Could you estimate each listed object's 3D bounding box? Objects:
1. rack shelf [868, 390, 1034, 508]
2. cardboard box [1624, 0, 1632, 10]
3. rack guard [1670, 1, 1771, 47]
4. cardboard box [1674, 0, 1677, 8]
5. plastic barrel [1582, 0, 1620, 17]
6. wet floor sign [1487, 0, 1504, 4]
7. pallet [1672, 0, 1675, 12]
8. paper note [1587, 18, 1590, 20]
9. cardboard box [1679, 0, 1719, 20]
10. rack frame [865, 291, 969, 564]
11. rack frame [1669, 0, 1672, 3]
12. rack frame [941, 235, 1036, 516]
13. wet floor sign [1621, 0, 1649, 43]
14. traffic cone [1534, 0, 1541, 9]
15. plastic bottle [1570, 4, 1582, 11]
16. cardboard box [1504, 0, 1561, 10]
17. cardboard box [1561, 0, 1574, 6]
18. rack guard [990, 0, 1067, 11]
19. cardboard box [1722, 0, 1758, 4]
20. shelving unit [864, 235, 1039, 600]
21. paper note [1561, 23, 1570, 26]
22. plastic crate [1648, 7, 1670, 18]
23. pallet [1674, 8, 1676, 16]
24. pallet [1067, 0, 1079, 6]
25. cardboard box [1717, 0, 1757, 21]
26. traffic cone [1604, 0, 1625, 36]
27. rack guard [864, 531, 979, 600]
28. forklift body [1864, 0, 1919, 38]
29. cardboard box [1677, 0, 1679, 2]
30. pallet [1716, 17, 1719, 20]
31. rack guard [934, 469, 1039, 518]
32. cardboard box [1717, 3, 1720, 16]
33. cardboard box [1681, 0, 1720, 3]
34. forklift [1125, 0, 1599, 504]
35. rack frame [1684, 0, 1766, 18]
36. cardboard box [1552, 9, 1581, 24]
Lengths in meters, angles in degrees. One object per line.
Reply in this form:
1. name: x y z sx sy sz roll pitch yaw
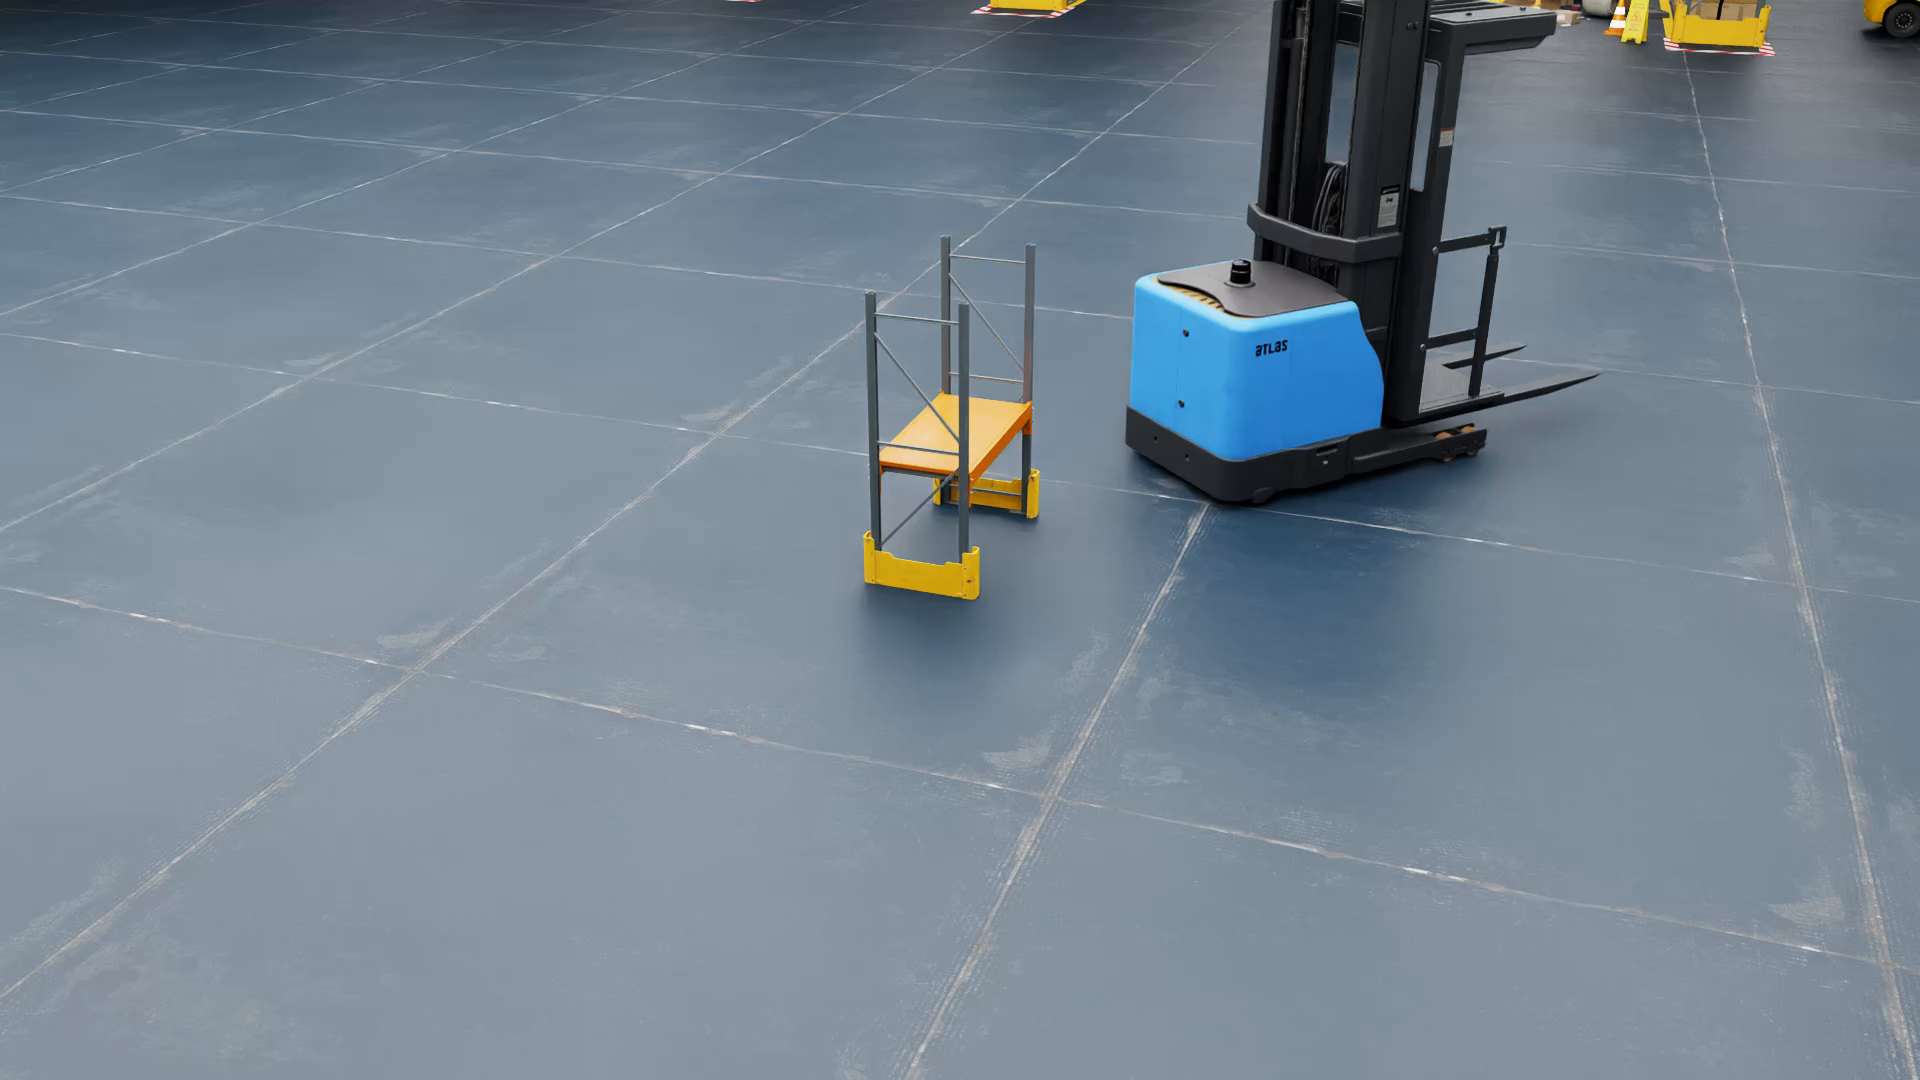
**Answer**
1. rack shelf: -0.028 -0.478 8.429 0.538 0.185 1.000 9 27 17
2. cardboard box: 10.074 -8.441 25.607 0.500 0.500 0.500 -14 29 -27
3. rack guard: 10.408 -7.070 22.779 1.175 0.500 0.348 9 27 17
4. cardboard box: 10.747 -7.914 24.327 0.500 0.250 0.500 8 27 16
5. plastic barrel: 9.643 -8.073 24.938 0.421 0.421 0.512 -14 29 -27
6. wet floor sign: 7.539 -7.482 23.462 0.267 0.644 0.232 4 26 8
7. pallet: 11.524 -8.272 25.592 1.003 0.211 1.213 9 27 17
8. paper note: 9.364 -7.761 24.768 0.032 0.001 0.123 9 27 17
9. cardboard box: 10.406 -7.497 23.465 0.500 0.250 0.500 9 27 17
10. rack frame: -0.198 -0.431 7.919 0.500 1.500 0.032 9 27 17
11. rack frame: 11.714 -9.808 25.565 1.000 3.000 0.127 9 27 17
12. rack frame: 0.141 -0.849 8.782 0.500 1.500 0.032 9 27 17
13. wet floor sign: 9.311 -7.182 22.842 0.267 0.644 0.232 20 32 35
14. traffic cone: 8.150 -7.407 23.518 0.336 0.463 0.334 9 27 17
15. plastic bottle: 9.516 -8.227 25.672 0.133 0.061 0.283 14 29 26
16. cardboard box: 8.580 -8.130 24.963 0.797 0.503 0.637 -9 27 -18
17. cardboard box: 9.419 -8.554 26.112 0.258 0.266 0.396 -9 27 -18
18. rack guard: 1.063 -8.508 25.747 1.175 0.500 0.348 9 27 17
19. cardboard box: 10.920 -7.754 23.136 0.500 0.500 0.500 8 27 16
20. shelving unit: -0.025 -0.644 8.358 0.587 1.500 1.083 9 27 17
21. paper note: 8.820 -7.505 24.216 0.148 0.019 0.142 0 26 -1
22. plastic crate: 10.418 -7.968 25.114 0.402 0.080 0.583 0 26 -1
23. pallet: 11.120 -7.769 24.553 1.003 0.211 1.213 9 27 17
24. pallet: 1.367 -8.706 26.489 1.003 0.211 1.213 9 27 17
25. cardboard box: 10.912 -7.407 23.280 0.500 0.250 0.500 9 27 17
26. traffic cone: 9.310 -7.386 23.474 0.336 0.463 0.334 9 27 17
27. rack guard: -0.191 0.123 8.208 0.587 0.250 0.087 9 27 17
28. forklift body: 13.976 -8.108 23.027 2.313 2.155 1.214 9 27 17
29. cardboard box: 10.578 -7.699 23.882 0.500 0.250 0.500 9 27 18
30. pallet: 10.712 -7.269 23.521 1.003 0.211 1.213 9 27 17
31. rack guard: 0.140 -0.286 9.054 0.587 0.250 0.087 9 27 17
32. cardboard box: 11.089 -7.616 23.711 0.500 0.250 0.500 10 27 19
33. cardboard box: 10.404 -7.820 23.272 0.500 0.500 0.500 9 27 18
34. forklift: 2.510 -1.964 9.444 3.031 2.935 1.130 -14 29 -26
35. rack frame: 10.383 -8.164 22.170 1.000 3.000 0.127 9 27 17
36. cardboard box: 8.914 -7.712 24.508 0.250 0.149 0.380 -20 33 -36
